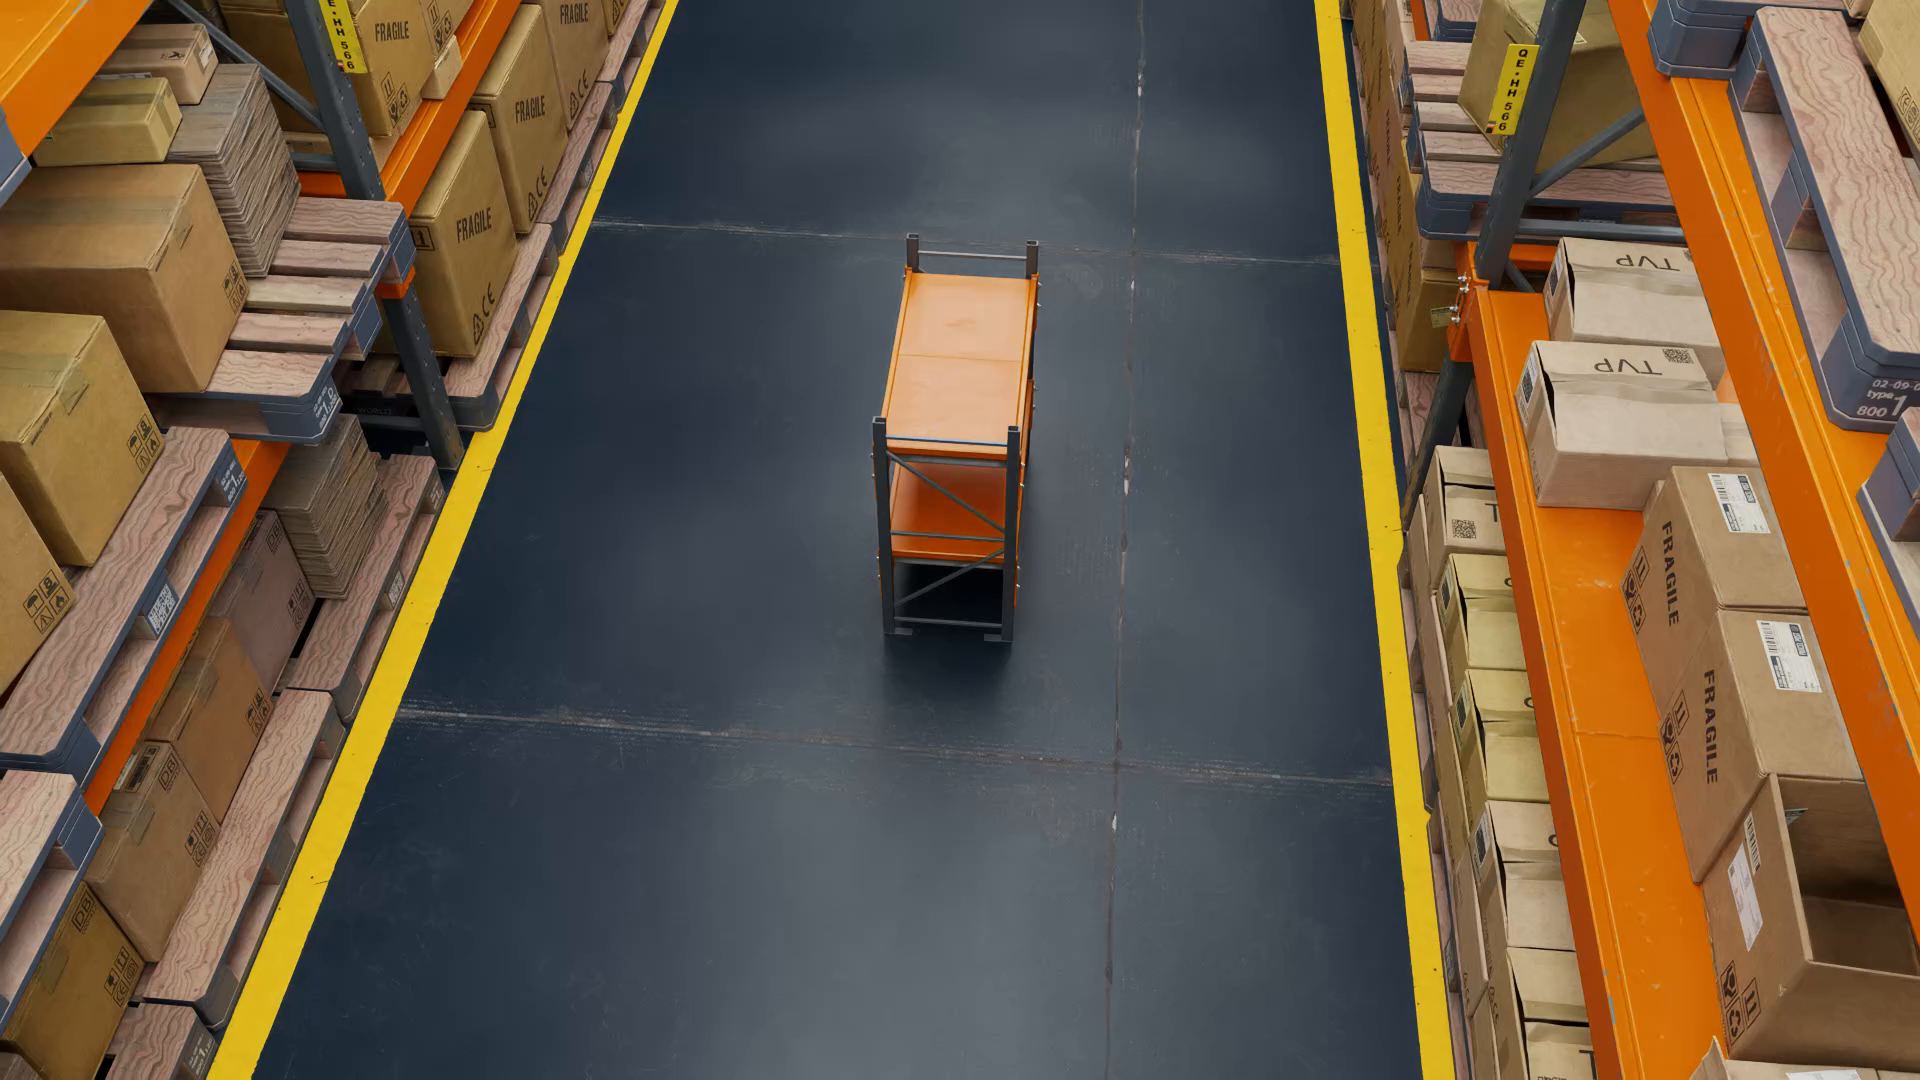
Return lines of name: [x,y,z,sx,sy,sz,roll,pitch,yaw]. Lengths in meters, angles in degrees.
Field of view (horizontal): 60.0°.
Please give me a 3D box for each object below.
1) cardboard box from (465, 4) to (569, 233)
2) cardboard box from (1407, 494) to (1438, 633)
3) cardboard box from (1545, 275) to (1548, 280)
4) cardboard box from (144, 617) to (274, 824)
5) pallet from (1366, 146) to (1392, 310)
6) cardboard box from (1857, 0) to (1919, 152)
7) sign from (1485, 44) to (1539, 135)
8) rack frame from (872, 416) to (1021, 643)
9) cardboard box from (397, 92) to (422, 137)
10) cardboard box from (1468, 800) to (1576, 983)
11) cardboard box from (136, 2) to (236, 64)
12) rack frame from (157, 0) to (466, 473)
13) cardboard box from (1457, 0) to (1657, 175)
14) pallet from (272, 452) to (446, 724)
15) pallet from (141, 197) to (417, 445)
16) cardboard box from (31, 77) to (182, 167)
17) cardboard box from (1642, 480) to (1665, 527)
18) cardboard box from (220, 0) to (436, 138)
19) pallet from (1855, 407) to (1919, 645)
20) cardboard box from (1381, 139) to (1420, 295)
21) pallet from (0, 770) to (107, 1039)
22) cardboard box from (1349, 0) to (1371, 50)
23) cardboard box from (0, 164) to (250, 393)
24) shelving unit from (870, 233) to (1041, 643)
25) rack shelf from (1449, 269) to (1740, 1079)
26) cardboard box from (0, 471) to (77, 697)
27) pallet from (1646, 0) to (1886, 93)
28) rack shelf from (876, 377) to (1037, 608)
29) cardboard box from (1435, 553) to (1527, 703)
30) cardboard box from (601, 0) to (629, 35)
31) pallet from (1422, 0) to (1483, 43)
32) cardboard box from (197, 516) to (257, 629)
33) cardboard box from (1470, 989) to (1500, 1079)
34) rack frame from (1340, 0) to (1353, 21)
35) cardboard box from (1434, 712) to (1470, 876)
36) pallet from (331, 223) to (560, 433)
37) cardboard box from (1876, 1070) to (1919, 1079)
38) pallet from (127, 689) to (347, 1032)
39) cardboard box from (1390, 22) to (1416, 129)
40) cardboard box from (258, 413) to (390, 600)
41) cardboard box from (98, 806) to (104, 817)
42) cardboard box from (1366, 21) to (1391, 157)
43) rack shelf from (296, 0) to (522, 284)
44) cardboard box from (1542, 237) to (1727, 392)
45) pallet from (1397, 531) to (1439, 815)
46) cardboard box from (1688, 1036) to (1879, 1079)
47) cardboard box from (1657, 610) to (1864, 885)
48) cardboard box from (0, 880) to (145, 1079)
cardboard box: [-2.337,-1.969,7.716,0.750,0.750,0.750,4,48,3]
cardboard box: [1.973,0.104,6.227,0.500,0.250,0.500,4,48,3]
cardboard box: [2.681,-1.052,7.101,0.500,0.500,0.500,2,48,2]
cardboard box: [-2.814,0.588,5.601,0.700,0.500,0.500,4,48,3]
pallet: [2.532,-1.546,8.047,1.003,0.211,1.213,4,48,4]
cardboard box: [2.234,-1.007,3.449,0.500,0.250,0.500,3,48,3]
sign: [1.772,-1.441,5.330,0.100,0.325,0.005,4,48,4]
rack frame: [-0.046,-0.011,6.024,0.500,1.125,0.032,4,48,4]
cardboard box: [-2.328,-1.710,6.464,0.380,0.149,0.250,4,48,4]
cardboard box: [1.838,1.054,4.978,0.500,0.311,0.500,3,48,3]
cardboard box: [-2.840,-1.883,6.183,0.500,0.500,0.500,4,48,4]
rack frame: [-2.620,-1.377,6.003,1.000,3.000,0.127,4,48,4]
cardboard box: [2.258,-1.693,5.939,0.700,0.500,0.500,-11,48,-10]
pallet: [-2.693,0.138,6.507,1.003,0.211,1.213,4,48,4]
pallet: [-2.579,-0.782,5.588,1.213,0.211,1.003,4,48,4]
cardboard box: [-2.637,-1.286,5.114,0.380,0.149,0.250,-3,48,-3]
cardboard box: [2.253,-0.021,4.933,0.380,0.149,0.250,7,48,6]
cardboard box: [-2.321,-1.858,6.160,0.500,0.500,0.500,5,48,5]
pallet: [2.016,0.295,2.570,0.805,0.209,1.217,2,48,2]
cardboard box: [2.212,-1.435,7.452,0.500,0.500,0.500,2,48,2]
pallet: [-2.770,1.075,3.890,1.003,0.211,1.213,4,48,4]
cardboard box: [2.391,-2.952,8.839,0.500,0.500,0.500,2,48,2]
cardboard box: [-2.677,-0.801,5.110,0.700,0.500,0.500,0,48,0]
shelving unit: [0.001,-0.385,6.365,0.538,1.125,1.048,4,48,4]
rack shelf: [2.131,0.665,4.622,1.077,0.370,4.000,4,48,4]
cardboard box: [-2.818,0.112,4.275,0.700,0.500,0.500,10,48,9]
pallet: [2.340,-1.491,4.202,1.213,0.211,1.003,6,48,5]
rack shelf: [0.001,-0.220,6.546,0.538,0.278,1.000,4,48,4]
cardboard box: [1.933,0.302,5.666,0.500,0.311,0.500,3,48,3]
cardboard box: [-2.186,-3.247,8.885,0.750,0.750,0.750,4,48,4]
pallet: [2.486,-2.412,7.079,1.003,0.211,1.213,4,48,4]
cardboard box: [-2.748,0.012,5.620,0.500,0.250,0.500,5,48,4]
cardboard box: [1.792,1.607,4.852,0.500,0.250,0.500,5,48,4]
rack frame: [2.678,-3.986,8.389,1.000,3.000,0.127,4,48,4]
cardboard box: [1.886,0.856,5.539,0.500,0.250,0.500,3,48,2]
pallet: [-2.474,-1.011,7.557,1.003,0.211,1.213,4,48,4]
cardboard box: [2.233,1.340,3.688,0.380,0.149,0.250,4,48,4]
pallet: [-2.807,1.032,5.689,1.003,0.211,1.213,4,48,4]
cardboard box: [2.254,-2.102,7.553,0.500,0.250,0.500,3,48,3]
cardboard box: [-2.634,-0.150,6.276,0.700,0.500,0.500,4,48,4]
cardboard box: [-2.854,0.756,4.940,0.500,0.250,0.500,3,48,2]
cardboard box: [2.300,-2.193,8.145,0.500,0.500,0.500,4,48,4]
rack shelf: [-2.438,-2.604,7.613,1.077,0.370,4.000,4,48,4]
cardboard box: [2.236,-0.753,5.492,0.500,0.311,0.500,7,48,6]
pallet: [2.199,0.496,6.179,1.003,0.211,1.213,4,48,4]
cardboard box: [1.846,1.279,3.664,0.396,0.266,0.258,3,48,3]
cardboard box: [2.128,0.540,4.181,0.500,0.500,0.500,4,48,4]
cardboard box: [-2.937,1.332,4.921,0.700,0.500,0.500,3,48,3]
